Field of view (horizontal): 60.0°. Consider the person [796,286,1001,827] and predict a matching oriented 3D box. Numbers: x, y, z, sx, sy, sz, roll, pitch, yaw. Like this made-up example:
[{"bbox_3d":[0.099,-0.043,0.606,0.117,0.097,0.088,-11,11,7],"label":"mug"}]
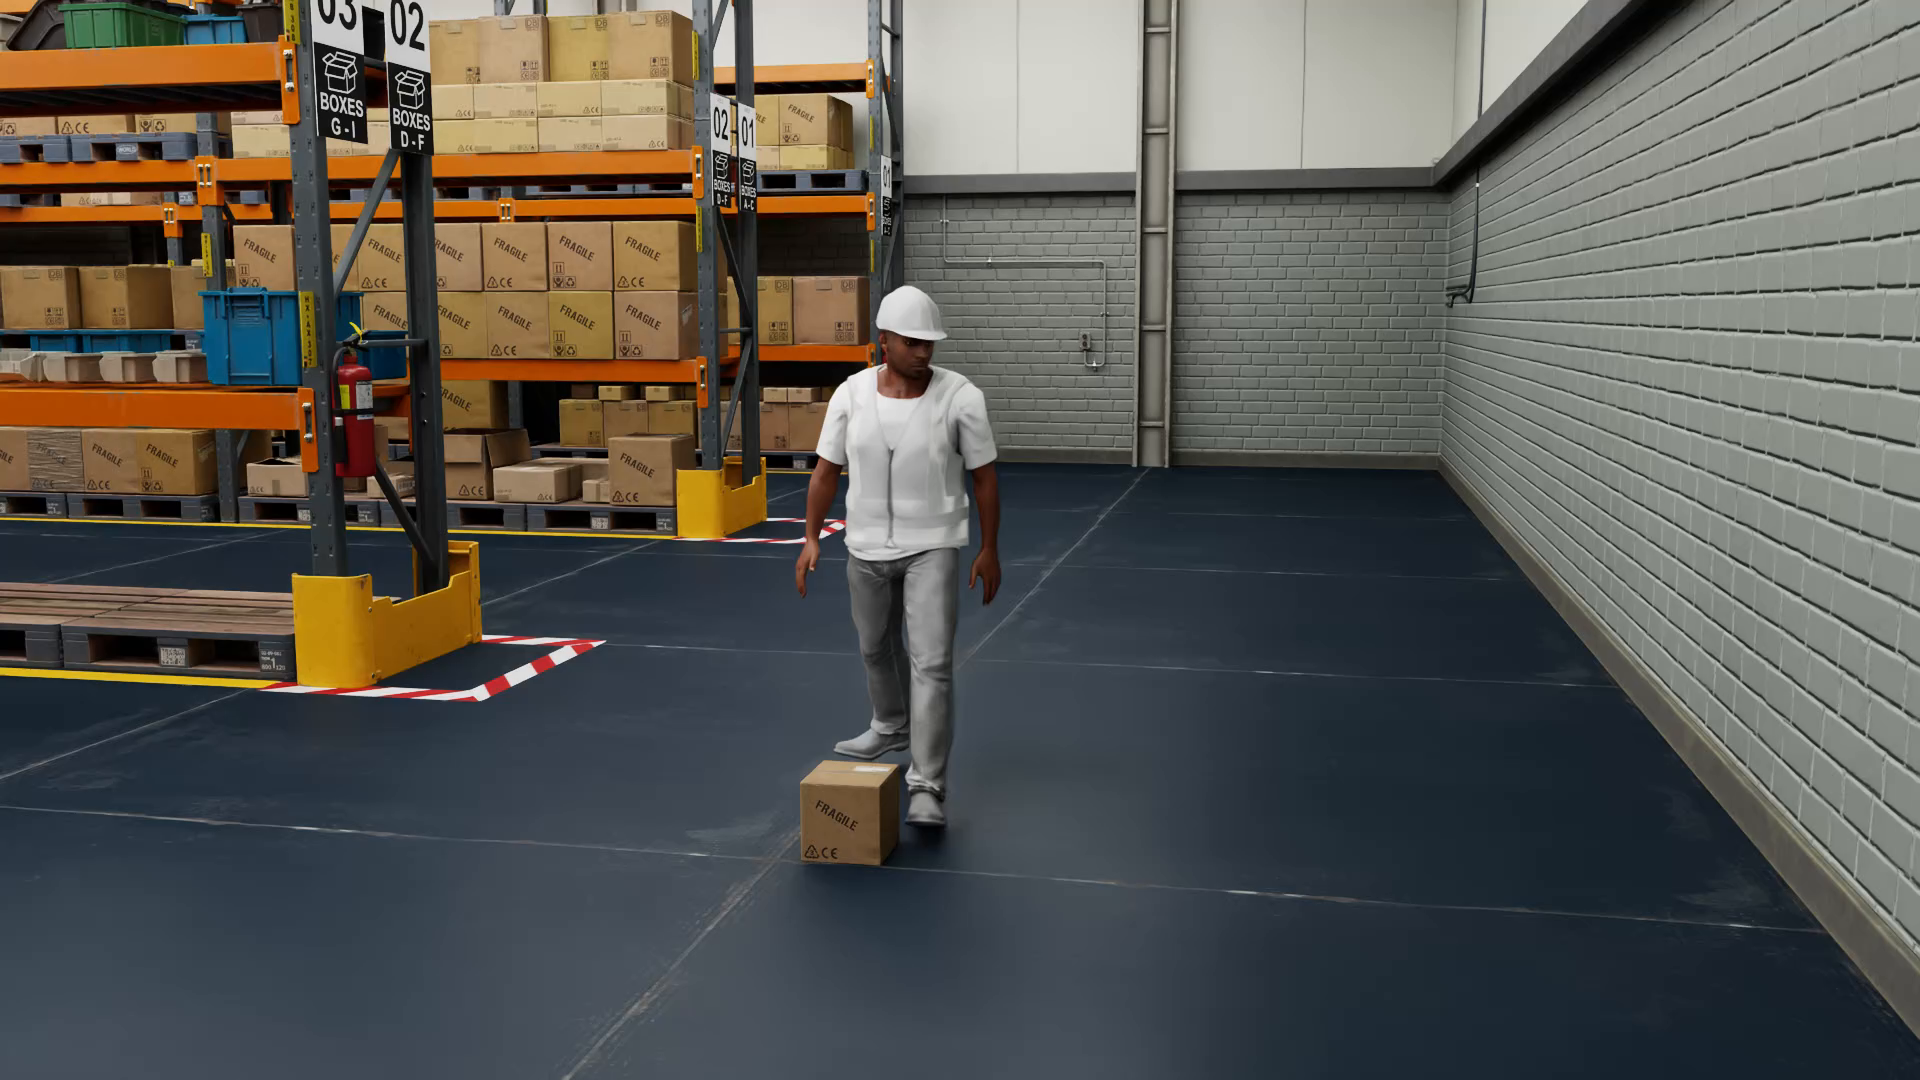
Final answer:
[{"bbox_3d":[-0.220,0.026,5.592,0.673,1.740,0.934,3,8,19],"label":"person"}]
